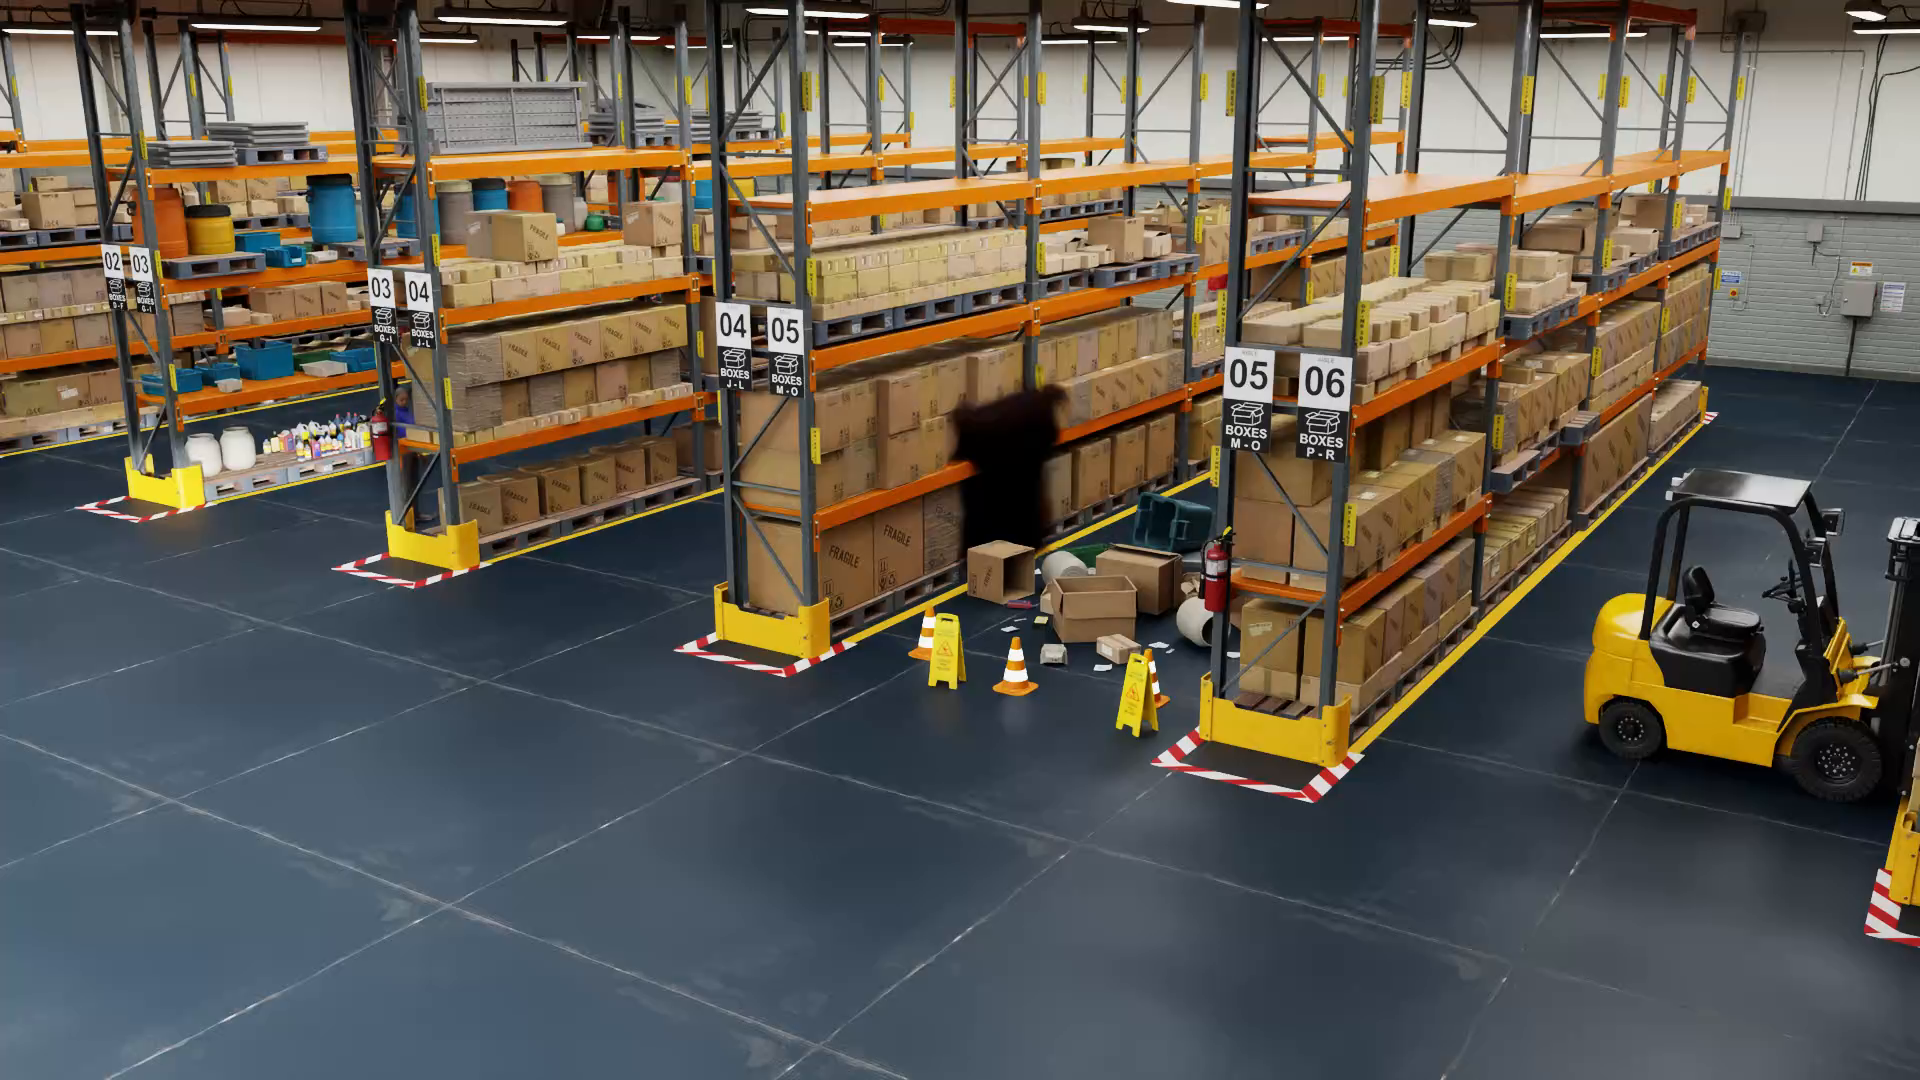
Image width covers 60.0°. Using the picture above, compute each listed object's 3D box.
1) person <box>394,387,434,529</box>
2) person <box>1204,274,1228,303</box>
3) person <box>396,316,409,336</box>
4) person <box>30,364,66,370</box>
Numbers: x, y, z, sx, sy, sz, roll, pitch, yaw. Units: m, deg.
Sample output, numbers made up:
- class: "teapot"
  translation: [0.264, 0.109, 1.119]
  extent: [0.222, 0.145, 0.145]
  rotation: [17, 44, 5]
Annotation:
- class: "person"
  translation: [-6.550, -0.959, 19.666]
  extent: [0.312, 1.688, 0.545]
  rotation: [3, 16, 10]
- class: "person"
  translation: [5.180, -4.941, 33.783]
  extent: [0.443, 1.724, 0.606]
  rotation: [-11, 19, -35]
- class: "person"
  translation: [-11.105, -4.704, 32.776]
  extent: [0.472, 1.743, 0.973]
  rotation: [12, 20, 37]
- class: "person"
  translation: [-14.405, -2.831, 26.332]
  extent: [0.645, 1.686, 0.569]
  rotation: [-8, 18, -28]
